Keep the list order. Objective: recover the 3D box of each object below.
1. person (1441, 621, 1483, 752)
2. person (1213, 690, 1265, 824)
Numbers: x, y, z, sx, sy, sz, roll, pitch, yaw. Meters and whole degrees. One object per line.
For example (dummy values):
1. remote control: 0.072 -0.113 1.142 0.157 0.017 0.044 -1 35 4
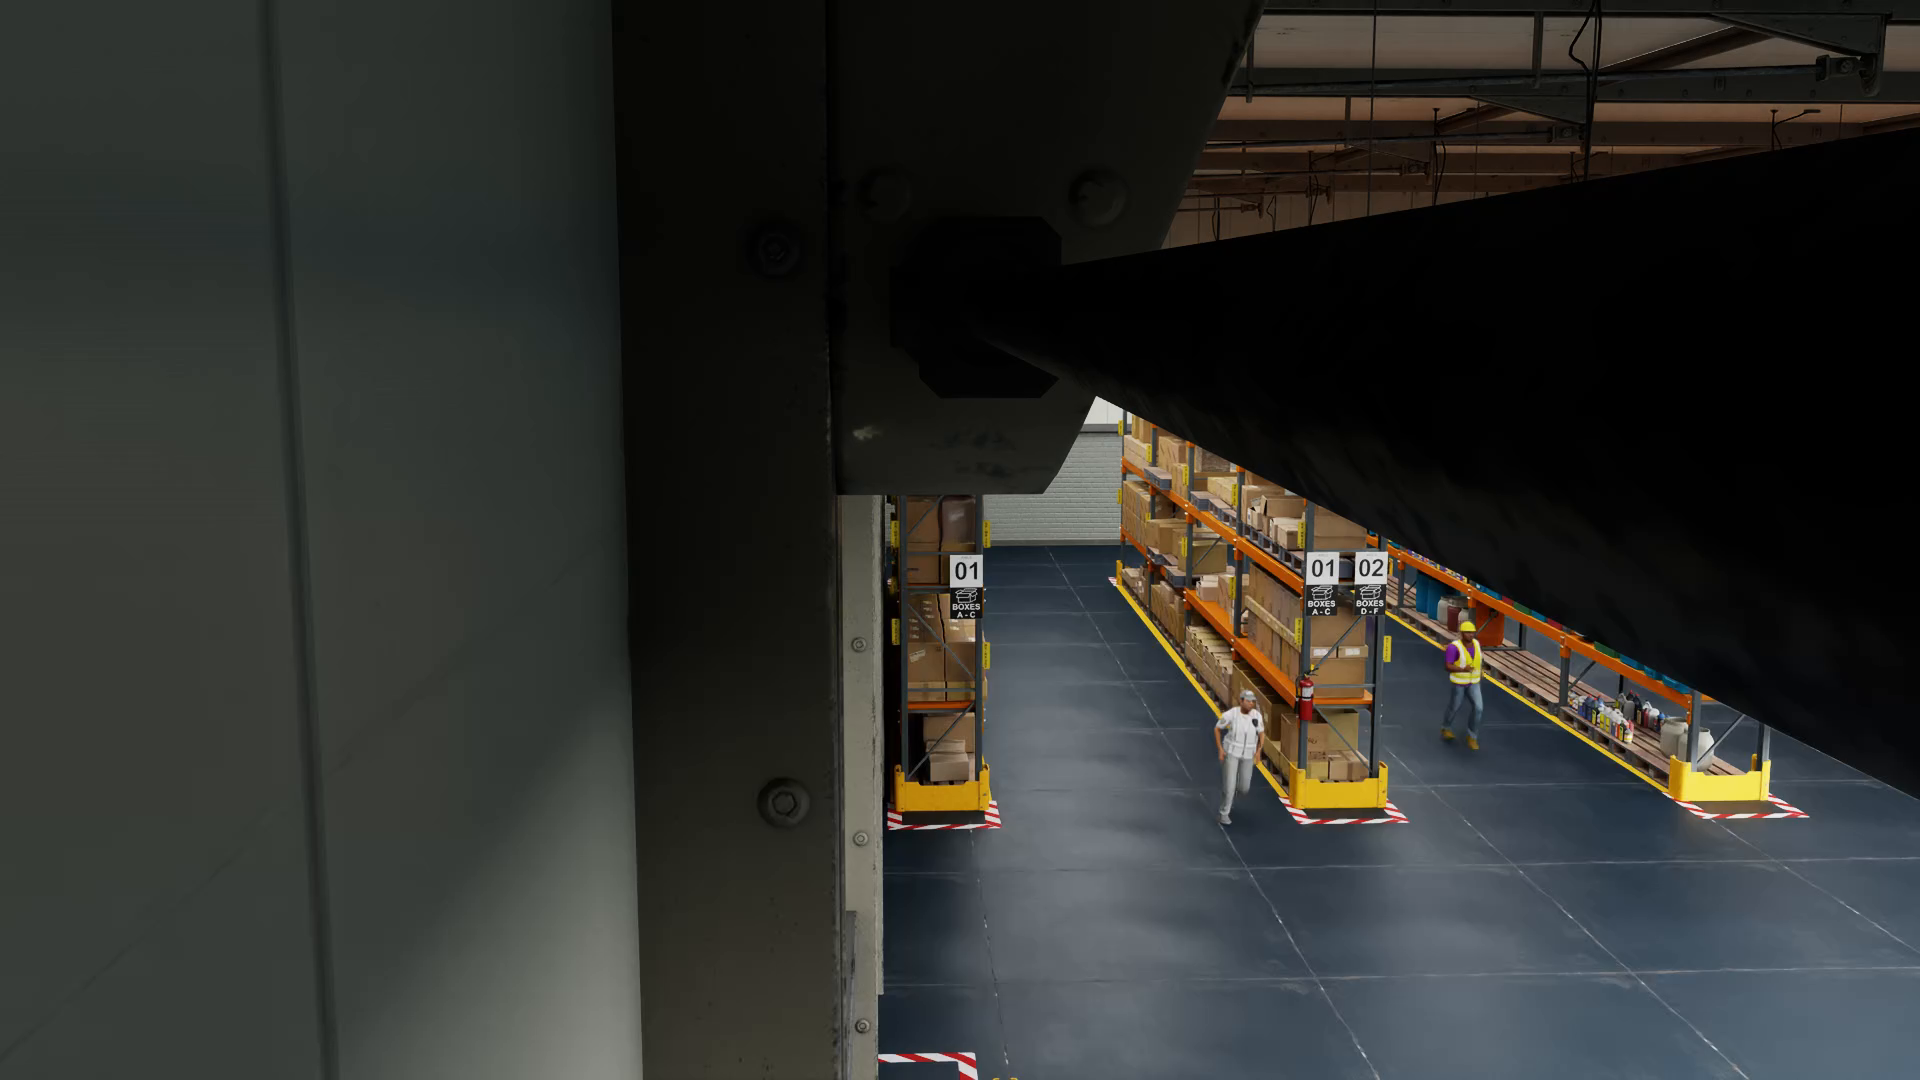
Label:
1. person: 7.055 2.024 23.382 0.658 1.825 0.722 -2 9 -13
2. person: 3.373 2.583 20.148 0.638 1.601 0.589 -1 9 -10
